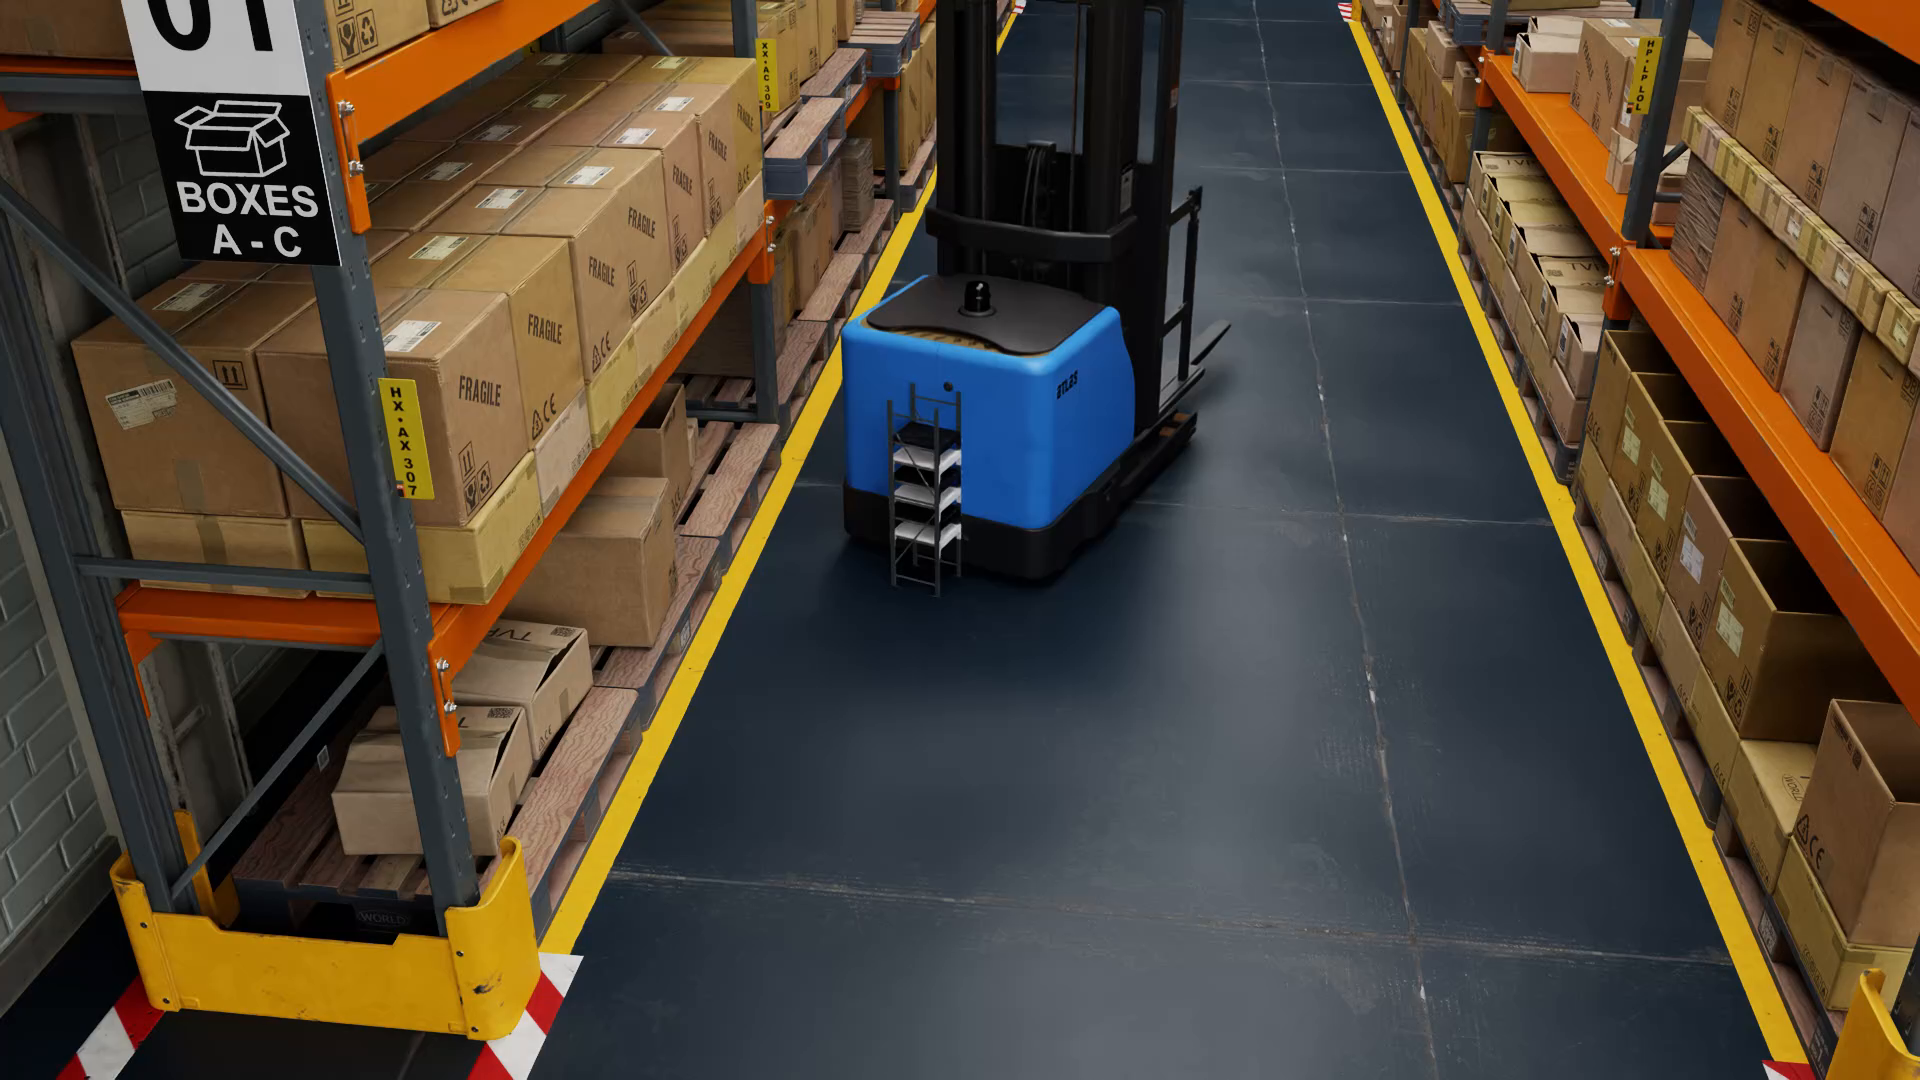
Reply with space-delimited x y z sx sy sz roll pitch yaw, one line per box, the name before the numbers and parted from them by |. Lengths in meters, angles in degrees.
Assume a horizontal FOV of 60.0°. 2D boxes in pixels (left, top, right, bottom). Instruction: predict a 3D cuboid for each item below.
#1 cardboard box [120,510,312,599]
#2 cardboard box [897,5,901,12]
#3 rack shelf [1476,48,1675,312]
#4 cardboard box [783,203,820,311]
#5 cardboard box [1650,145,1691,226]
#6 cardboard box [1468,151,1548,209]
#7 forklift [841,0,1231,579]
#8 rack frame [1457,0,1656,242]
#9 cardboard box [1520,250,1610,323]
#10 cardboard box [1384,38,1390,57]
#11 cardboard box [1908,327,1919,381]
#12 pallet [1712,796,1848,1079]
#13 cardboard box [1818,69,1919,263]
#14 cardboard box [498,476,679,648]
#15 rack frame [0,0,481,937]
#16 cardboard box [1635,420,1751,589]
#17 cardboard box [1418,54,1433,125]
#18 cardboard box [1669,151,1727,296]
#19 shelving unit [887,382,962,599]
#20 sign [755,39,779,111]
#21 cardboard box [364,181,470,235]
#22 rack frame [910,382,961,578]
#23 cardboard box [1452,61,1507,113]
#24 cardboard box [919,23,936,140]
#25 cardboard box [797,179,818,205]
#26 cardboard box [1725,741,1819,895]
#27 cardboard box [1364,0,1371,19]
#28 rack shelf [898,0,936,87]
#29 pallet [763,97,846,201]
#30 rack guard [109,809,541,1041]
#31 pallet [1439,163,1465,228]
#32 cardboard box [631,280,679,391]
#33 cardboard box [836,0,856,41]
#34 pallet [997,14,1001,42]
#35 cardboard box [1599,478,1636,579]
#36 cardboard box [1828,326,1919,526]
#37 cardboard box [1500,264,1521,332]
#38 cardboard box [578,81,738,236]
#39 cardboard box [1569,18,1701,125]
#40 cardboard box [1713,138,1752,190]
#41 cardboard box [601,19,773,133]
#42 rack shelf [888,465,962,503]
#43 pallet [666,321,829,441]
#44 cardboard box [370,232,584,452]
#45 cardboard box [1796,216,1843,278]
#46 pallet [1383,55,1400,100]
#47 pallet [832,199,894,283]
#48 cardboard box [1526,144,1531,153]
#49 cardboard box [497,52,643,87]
cardboard box | -2.053 -0.074 4.861 0.500 0.250 0.500 4 29 7
cardboard box | -0.628 -3.823 11.928 0.380 0.149 0.250 4 29 7
rack shelf | 3.734 -2.121 9.283 1.077 0.370 4.000 3 28 6
cardboard box | -1.238 -1.707 9.928 0.700 0.500 0.500 4 29 7
cardboard box | 3.506 -1.665 7.835 0.500 0.250 0.500 5 29 9
cardboard box | 3.623 -2.371 10.853 0.500 0.311 0.500 4 29 8
forklift | 0.582 -1.792 7.986 1.130 2.935 3.031 14 31 24
rack frame | 3.979 -3.379 10.860 1.000 3.000 0.127 3 28 6
cardboard box | 3.375 -1.405 9.060 0.500 0.311 0.500 3 28 6
cardboard box | 4.243 -4.665 15.789 0.380 0.149 0.250 3 28 6
cardboard box | 2.951 -0.496 4.719 0.380 0.149 0.250 4 29 7
pallet | 3.051 1.252 5.204 1.003 0.211 1.213 3 28 6
cardboard box | 3.256 -1.194 5.329 0.700 0.500 0.500 3 28 6
cardboard box | -1.535 0.076 6.618 0.700 0.500 0.500 2 28 3
rack frame | -1.918 0.100 4.401 1.000 3.000 0.127 3 28 6
cardboard box | 2.999 -0.130 6.494 0.500 0.500 0.500 3 28 6
cardboard box | 4.045 -3.655 13.544 0.500 0.500 0.500 4 29 7
cardboard box | 3.440 -1.331 6.953 0.700 0.500 0.500 3 28 5
shelving unit | -0.149 -0.209 7.190 0.258 0.900 0.210 14 31 24
sign | -0.889 -2.136 7.639 0.100 0.325 0.005 3 28 6
cardboard box | -1.941 -0.887 5.580 0.500 0.500 0.500 3 28 5
rack frame | -0.103 -0.252 7.270 0.240 0.900 0.006 14 31 24
cardboard box | 3.863 -3.283 12.063 0.500 0.250 0.500 4 29 8
cardboard box | -0.604 -3.654 13.194 0.750 0.750 0.750 3 28 6
cardboard box | -1.165 -2.240 10.126 0.500 0.250 0.500 3 28 6
cardboard box | 2.820 0.907 5.361 0.500 0.250 0.500 3 28 6
cardboard box | 4.549 -5.653 17.516 0.500 0.250 0.500 3 28 6
rack shelf | -0.693 -4.290 13.309 1.077 0.370 4.000 3 28 6
pallet | -1.190 -2.049 8.593 1.003 0.211 1.213 3 28 6
rack guard | -1.909 1.165 5.060 1.175 0.500 0.348 3 28 6
pallet | 4.108 -2.501 12.169 1.003 0.211 1.213 3 28 6
cardboard box | -1.361 -0.776 6.165 0.500 0.250 0.500 4 29 7
cardboard box | -1.027 -3.417 10.360 0.700 0.500 0.500 1 28 1
pallet | -0.130 -5.250 17.272 1.003 0.211 1.213 3 28 6
cardboard box | 3.065 -0.035 7.109 0.500 0.250 0.500 3 28 6
cardboard box | 3.195 -0.357 5.145 0.700 0.500 0.500 4 29 7
cardboard box | 3.441 -1.401 9.644 0.500 0.250 0.500 4 29 7
cardboard box | -1.235 -1.580 6.866 0.500 0.500 0.500 3 28 6
cardboard box | 3.789 -2.632 9.368 0.500 0.500 0.500 2 28 3
cardboard box | 3.203 -1.471 6.528 0.380 0.149 0.250 3 28 5
cardboard box | -1.332 -2.258 8.209 0.700 0.500 0.500 3 29 6
rack shelf | -0.149 -0.259 7.163 0.258 0.077 0.200 14 31 24
pallet | -1.334 -0.921 9.238 1.003 0.211 1.213 3 28 6
cardboard box | -1.491 -0.612 5.069 0.500 0.500 0.500 3 29 6
cardboard box | 3.077 -0.981 5.620 0.380 0.149 0.250 3 28 6
pallet | 4.554 -4.358 15.616 1.003 0.211 1.213 3 28 6
pallet | -1.035 -2.070 11.370 1.003 0.211 1.213 3 28 6
cardboard box | 4.377 -2.917 12.173 0.500 0.500 0.500 2 28 4
cardboard box | -1.693 -1.846 7.361 0.500 0.500 0.500 3 28 5
